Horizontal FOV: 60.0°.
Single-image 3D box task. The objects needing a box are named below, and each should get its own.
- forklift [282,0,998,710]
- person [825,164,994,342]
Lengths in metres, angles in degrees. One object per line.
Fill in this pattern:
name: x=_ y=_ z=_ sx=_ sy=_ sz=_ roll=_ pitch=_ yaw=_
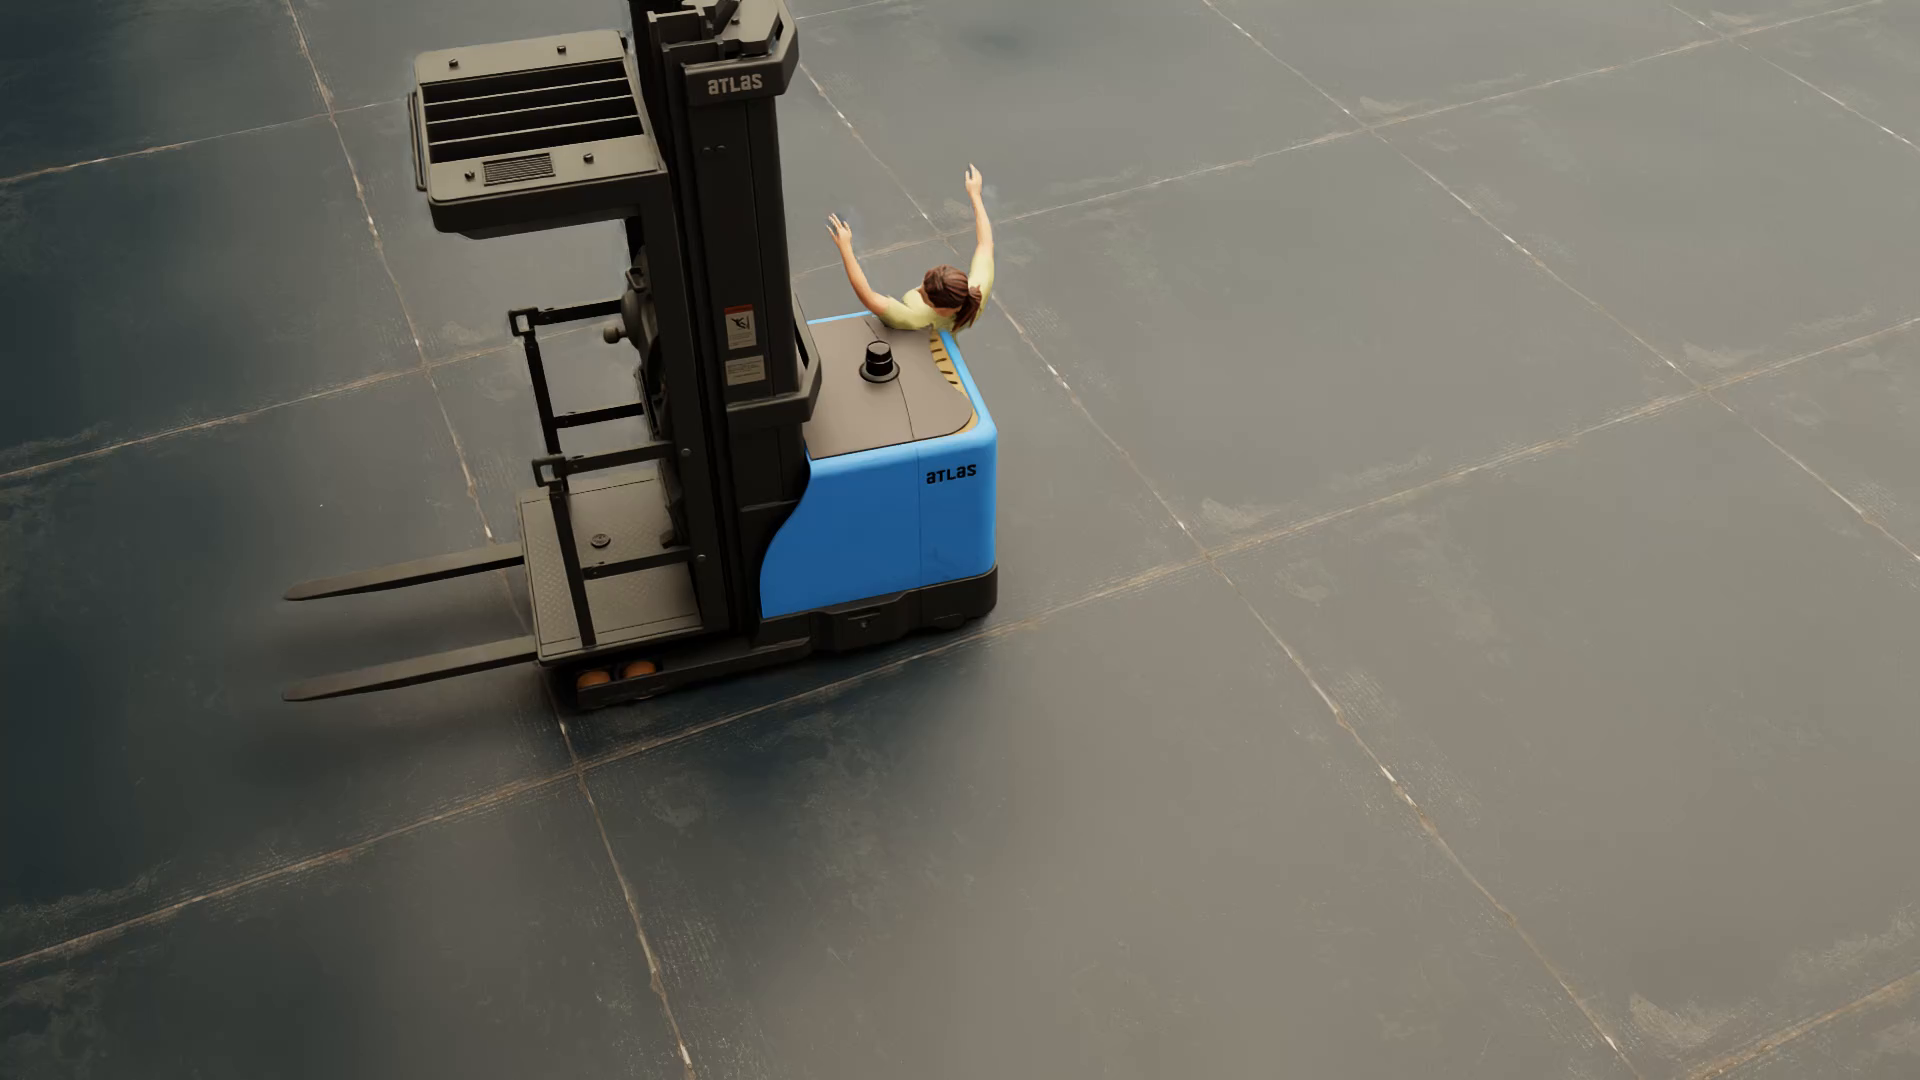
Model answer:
forklift: x=-1.410 y=-0.760 z=6.494 sx=3.031 sy=2.935 sz=1.130 roll=-11 pitch=44 yaw=-12
person: x=-0.123 y=-0.898 z=7.641 sx=0.900 sy=1.544 sz=0.692 roll=-29 pitch=50 yaw=-27
